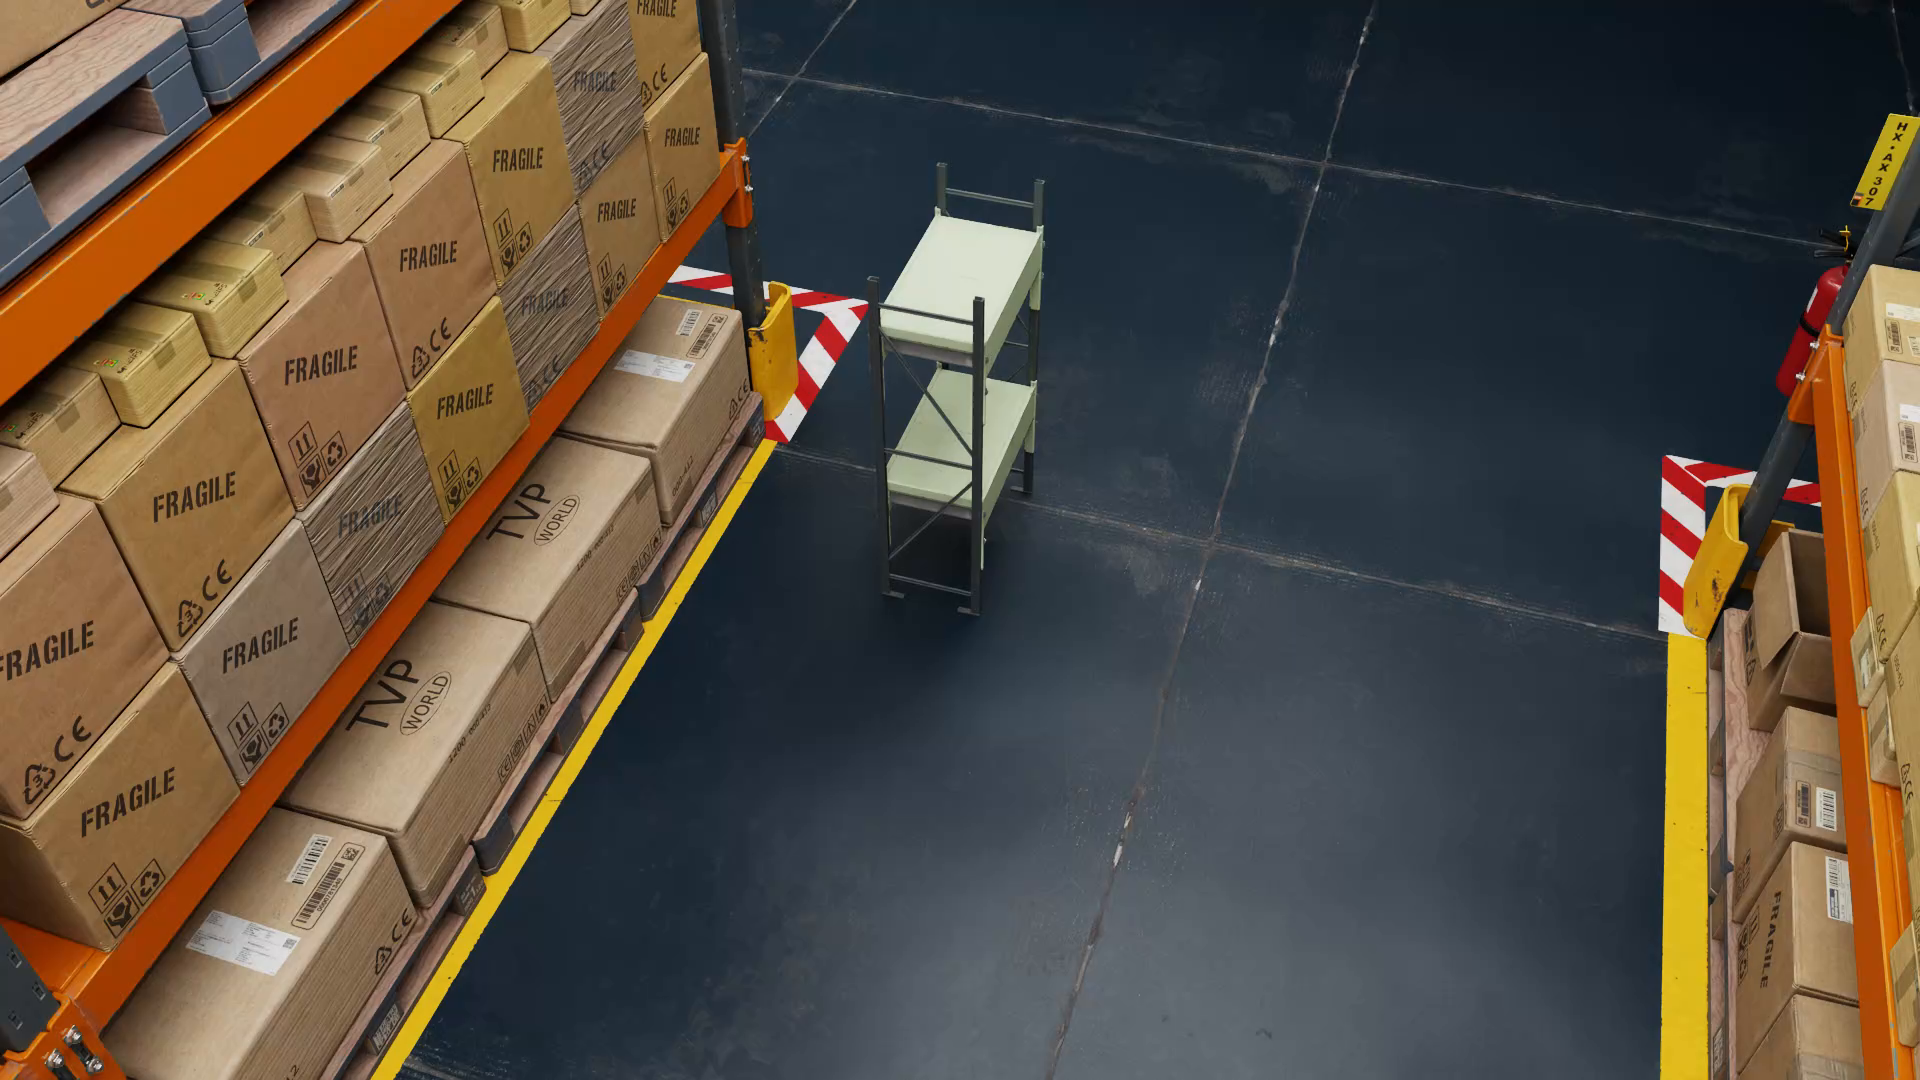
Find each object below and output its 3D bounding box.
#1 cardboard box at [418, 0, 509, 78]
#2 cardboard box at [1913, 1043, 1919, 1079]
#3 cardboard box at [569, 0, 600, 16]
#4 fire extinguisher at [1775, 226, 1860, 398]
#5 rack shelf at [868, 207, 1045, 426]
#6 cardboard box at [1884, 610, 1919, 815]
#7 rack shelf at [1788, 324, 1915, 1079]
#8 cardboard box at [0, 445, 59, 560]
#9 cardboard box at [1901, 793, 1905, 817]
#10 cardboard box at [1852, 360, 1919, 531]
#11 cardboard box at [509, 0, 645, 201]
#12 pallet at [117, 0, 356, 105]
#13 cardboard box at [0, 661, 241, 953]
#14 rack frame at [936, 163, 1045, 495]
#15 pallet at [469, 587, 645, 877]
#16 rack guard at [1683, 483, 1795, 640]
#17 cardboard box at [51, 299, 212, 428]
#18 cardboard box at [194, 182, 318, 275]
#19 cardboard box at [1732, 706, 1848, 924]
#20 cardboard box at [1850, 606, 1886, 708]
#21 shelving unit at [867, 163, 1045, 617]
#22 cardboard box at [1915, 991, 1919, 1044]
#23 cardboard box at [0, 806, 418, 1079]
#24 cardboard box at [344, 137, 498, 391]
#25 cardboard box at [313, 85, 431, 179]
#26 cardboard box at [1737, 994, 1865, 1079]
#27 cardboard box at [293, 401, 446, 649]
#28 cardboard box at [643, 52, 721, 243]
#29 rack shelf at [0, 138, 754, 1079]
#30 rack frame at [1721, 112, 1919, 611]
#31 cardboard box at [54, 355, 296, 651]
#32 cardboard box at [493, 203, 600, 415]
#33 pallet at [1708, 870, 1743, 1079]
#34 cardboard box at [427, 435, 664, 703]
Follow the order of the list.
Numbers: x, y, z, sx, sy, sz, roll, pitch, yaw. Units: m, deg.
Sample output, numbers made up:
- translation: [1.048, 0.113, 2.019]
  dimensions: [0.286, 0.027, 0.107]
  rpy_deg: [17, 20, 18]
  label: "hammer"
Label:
- translation: [-1.555, -1.462, 4.849]
  dimensions: [0.380, 0.149, 0.250]
  rpy_deg: [12, 46, 12]
  label: "cardboard box"
- translation: [2.272, 1.212, 3.546]
  dimensions: [0.380, 0.149, 0.250]
  rpy_deg: [14, 46, 14]
  label: "cardboard box"
- translation: [-1.293, -1.780, 5.174]
  dimensions: [0.380, 0.149, 0.250]
  rpy_deg: [12, 46, 12]
  label: "cardboard box"
- translation: [3.012, -0.787, 5.731]
  dimensions: [0.296, 0.674, 0.183]
  rpy_deg: [13, 46, 13]
  label: "fire extinguisher"
- translation: [-0.002, -0.811, 5.948]
  dimensions: [0.431, 0.370, 0.720]
  rpy_deg: [13, 46, 12]
  label: "rack shelf"
- translation: [2.577, 0.461, 4.029]
  dimensions: [0.500, 0.250, 0.500]
  rpy_deg: [11, 46, 11]
  label: "cardboard box"
- translation: [2.803, 0.838, 4.263]
  dimensions: [1.077, 0.370, 4.000]
  rpy_deg: [13, 46, 13]
  label: "rack shelf"
- translation: [-2.130, -0.089, 3.446]
  dimensions: [0.380, 0.149, 0.250]
  rpy_deg: [13, 46, 13]
  label: "cardboard box"
- translation: [2.537, 0.713, 4.056]
  dimensions: [0.380, 0.149, 0.250]
  rpy_deg: [12, 46, 12]
  label: "cardboard box"
- translation: [2.862, -0.223, 4.728]
  dimensions: [0.500, 0.250, 0.500]
  rpy_deg: [13, 46, 13]
  label: "cardboard box"
- translation: [-1.373, -1.468, 5.319]
  dimensions: [0.500, 0.500, 0.500]
  rpy_deg: [13, 46, 13]
  label: "cardboard box"
- translation: [-1.906, -1.529, 4.086]
  dimensions: [1.003, 0.211, 1.213]
  rpy_deg: [13, 46, 13]
  label: "pallet"
- translation: [-2.143, 0.572, 3.949]
  dimensions: [0.500, 0.500, 0.500]
  rpy_deg: [14, 46, 14]
  label: "cardboard box"
- translation: [0.109, -0.776, 6.470]
  dimensions: [0.400, 1.500, 0.023]
  rpy_deg: [13, 46, 12]
  label: "rack frame"
- translation: [-1.862, 0.556, 6.031]
  dimensions: [1.003, 0.211, 1.213]
  rpy_deg: [13, 46, 12]
  label: "pallet"
- translation: [3.385, 0.192, 6.196]
  dimensions: [1.175, 0.500, 0.348]
  rpy_deg: [13, 46, 13]
  label: "rack guard"
- translation: [-1.959, -0.421, 3.786]
  dimensions: [0.380, 0.149, 0.250]
  rpy_deg: [12, 46, 12]
  label: "cardboard box"
- translation: [-1.853, -0.777, 4.149]
  dimensions: [0.380, 0.149, 0.250]
  rpy_deg: [12, 46, 12]
  label: "cardboard box"
- translation: [2.837, 0.940, 5.131]
  dimensions: [0.700, 0.500, 0.500]
  rpy_deg: [14, 46, 14]
  label: "cardboard box"
- translation: [2.610, 0.347, 4.430]
  dimensions: [0.380, 0.149, 0.250]
  rpy_deg: [11, 46, 11]
  label: "cardboard box"
- translation: [-0.002, -0.532, 6.221]
  dimensions: [0.431, 1.500, 0.755]
  rpy_deg: [13, 46, 12]
  label: "shelving unit"
- translation: [2.256, 1.133, 3.342]
  dimensions: [0.500, 0.250, 0.500]
  rpy_deg: [13, 46, 13]
  label: "cardboard box"
- translation: [-2.242, 1.235, 4.875]
  dimensions: [0.875, 0.438, 0.875]
  rpy_deg: [12, 46, 12]
  label: "cardboard box"
- translation: [-1.680, -0.804, 4.640]
  dimensions: [0.500, 0.500, 0.500]
  rpy_deg: [12, 46, 12]
  label: "cardboard box"
- translation: [-1.673, -1.111, 4.490]
  dimensions: [0.380, 0.149, 0.250]
  rpy_deg: [14, 46, 14]
  label: "cardboard box"
- translation: [2.522, 1.632, 4.424]
  dimensions: [0.700, 0.500, 0.500]
  rpy_deg: [11, 45, 11]
  label: "cardboard box"
- translation: [-1.830, -0.092, 4.628]
  dimensions: [0.500, 0.500, 0.500]
  rpy_deg: [13, 46, 13]
  label: "cardboard box"
- translation: [-1.217, -1.459, 6.025]
  dimensions: [0.500, 0.500, 0.500]
  rpy_deg: [13, 46, 13]
  label: "cardboard box"
- translation: [-1.929, -0.211, 5.335]
  dimensions: [1.077, 0.370, 4.000]
  rpy_deg: [13, 46, 13]
  label: "rack shelf"
- translation: [3.408, -0.752, 5.374]
  dimensions: [1.000, 3.000, 0.127]
  rpy_deg: [13, 46, 13]
  label: "rack frame"
- translation: [-2.001, -0.129, 3.951]
  dimensions: [0.500, 0.500, 0.500]
  rpy_deg: [12, 46, 12]
  label: "cardboard box"
- translation: [-1.530, -0.783, 5.334]
  dimensions: [0.500, 0.500, 0.500]
  rpy_deg: [14, 46, 14]
  label: "cardboard box"
- translation: [2.774, 1.638, 4.926]
  dimensions: [1.003, 0.211, 1.213]
  rpy_deg: [13, 46, 13]
  label: "pallet"
- translation: [-1.697, 0.038, 6.098]
  dimensions: [0.875, 0.438, 0.875]
  rpy_deg: [14, 46, 14]
  label: "cardboard box"
